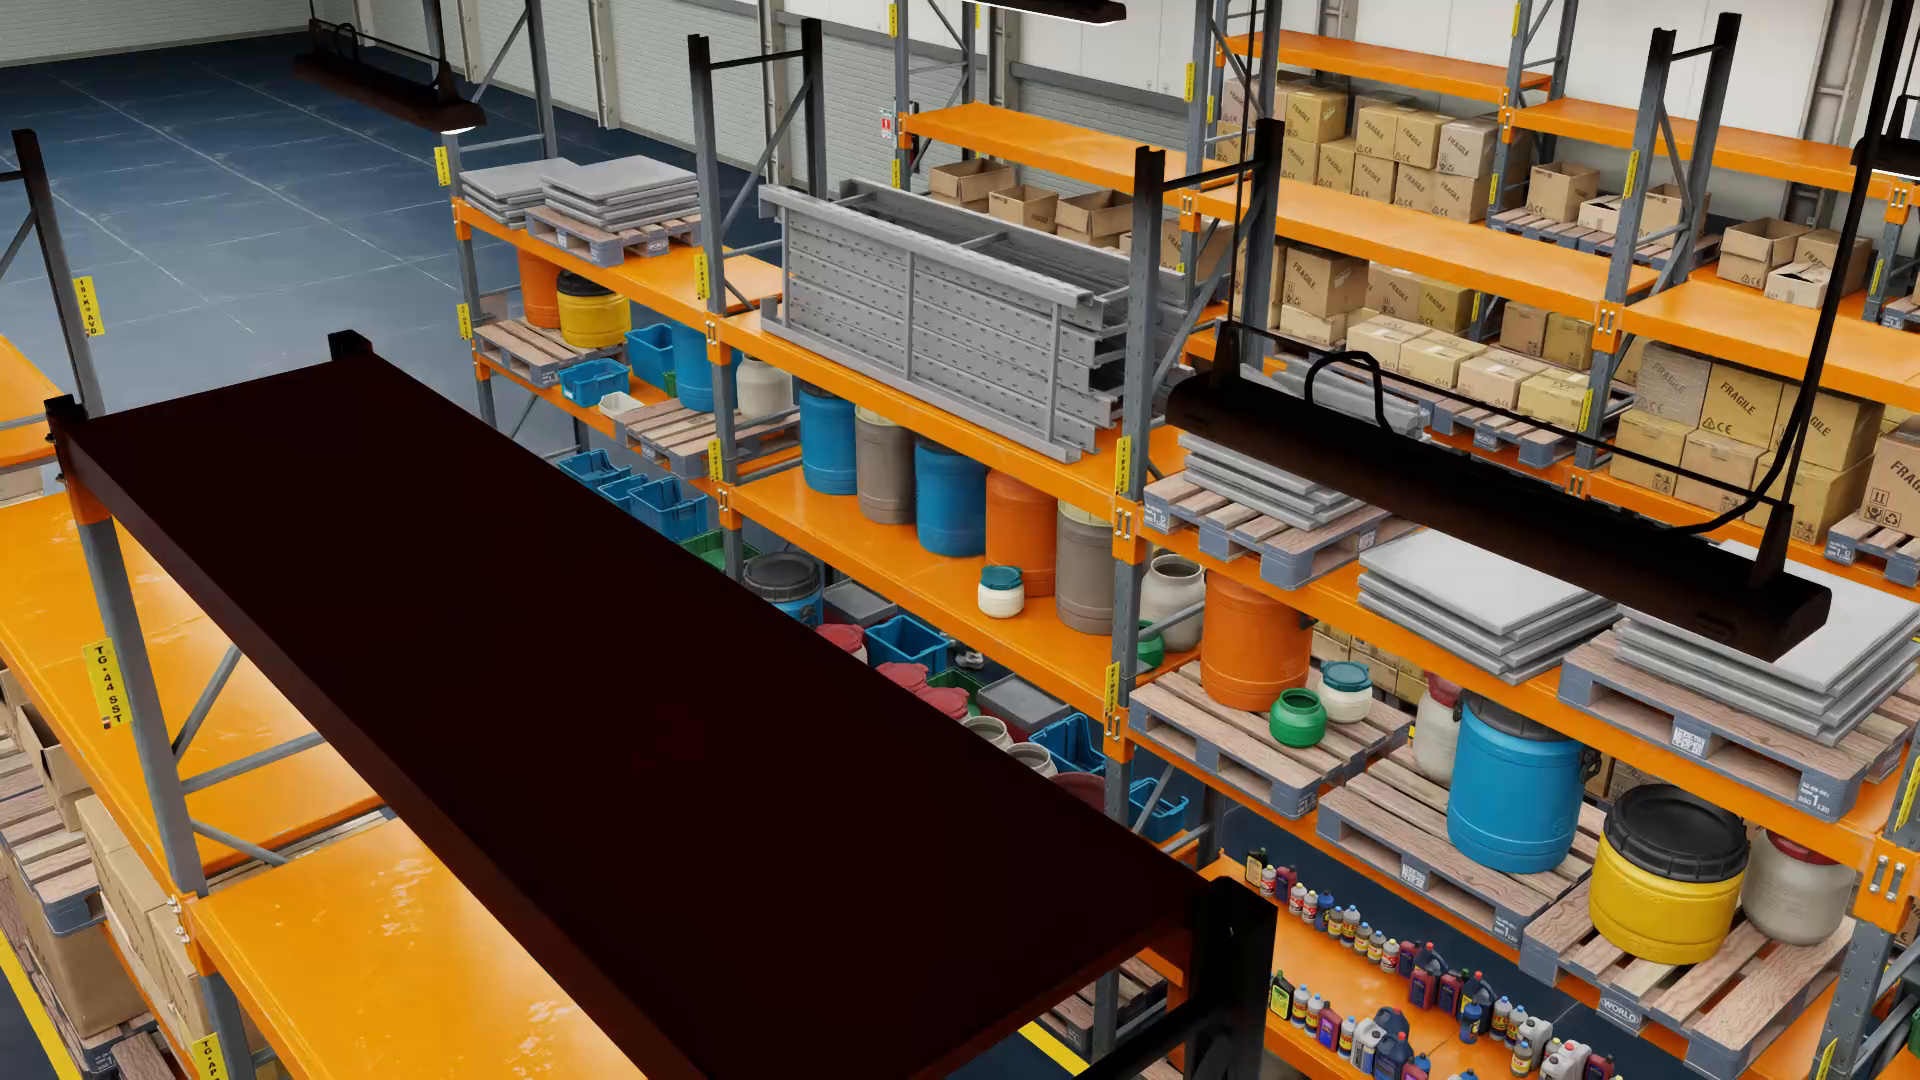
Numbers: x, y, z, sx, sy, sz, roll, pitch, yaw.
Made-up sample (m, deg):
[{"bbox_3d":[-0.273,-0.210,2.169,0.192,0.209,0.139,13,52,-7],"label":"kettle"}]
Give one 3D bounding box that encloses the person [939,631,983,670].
[{"bbox_3d":[-0.054,0.308,15.020,0.671,1.804,0.562,13,30,23],"label":"person"}]
